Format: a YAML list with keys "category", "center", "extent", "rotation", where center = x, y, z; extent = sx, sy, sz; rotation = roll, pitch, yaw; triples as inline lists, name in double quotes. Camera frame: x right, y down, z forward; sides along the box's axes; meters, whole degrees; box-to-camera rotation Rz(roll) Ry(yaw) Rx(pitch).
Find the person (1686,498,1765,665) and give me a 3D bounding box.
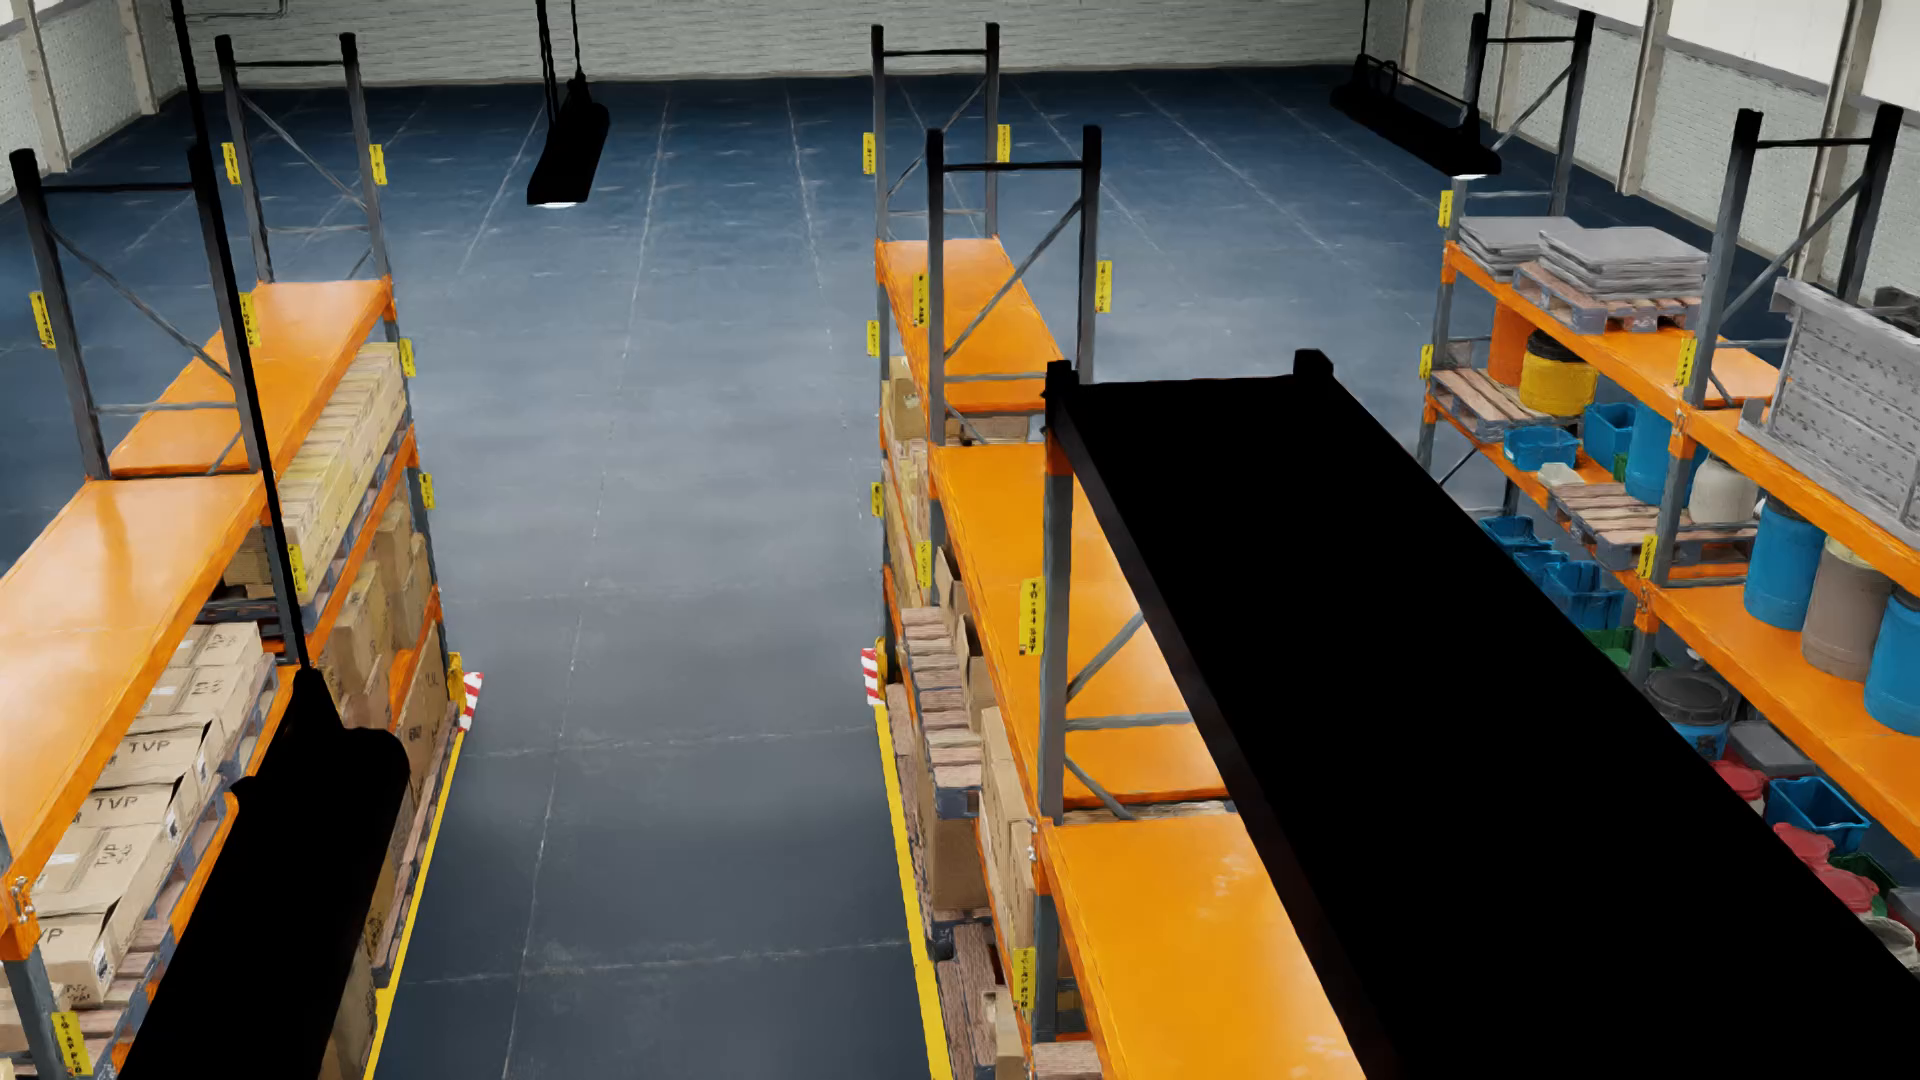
- category: "person"
  center: [7.495, 0.447, 15.551]
  extent: [0.704, 1.711, 0.835]
  rotation: [-11, 28, -23]
